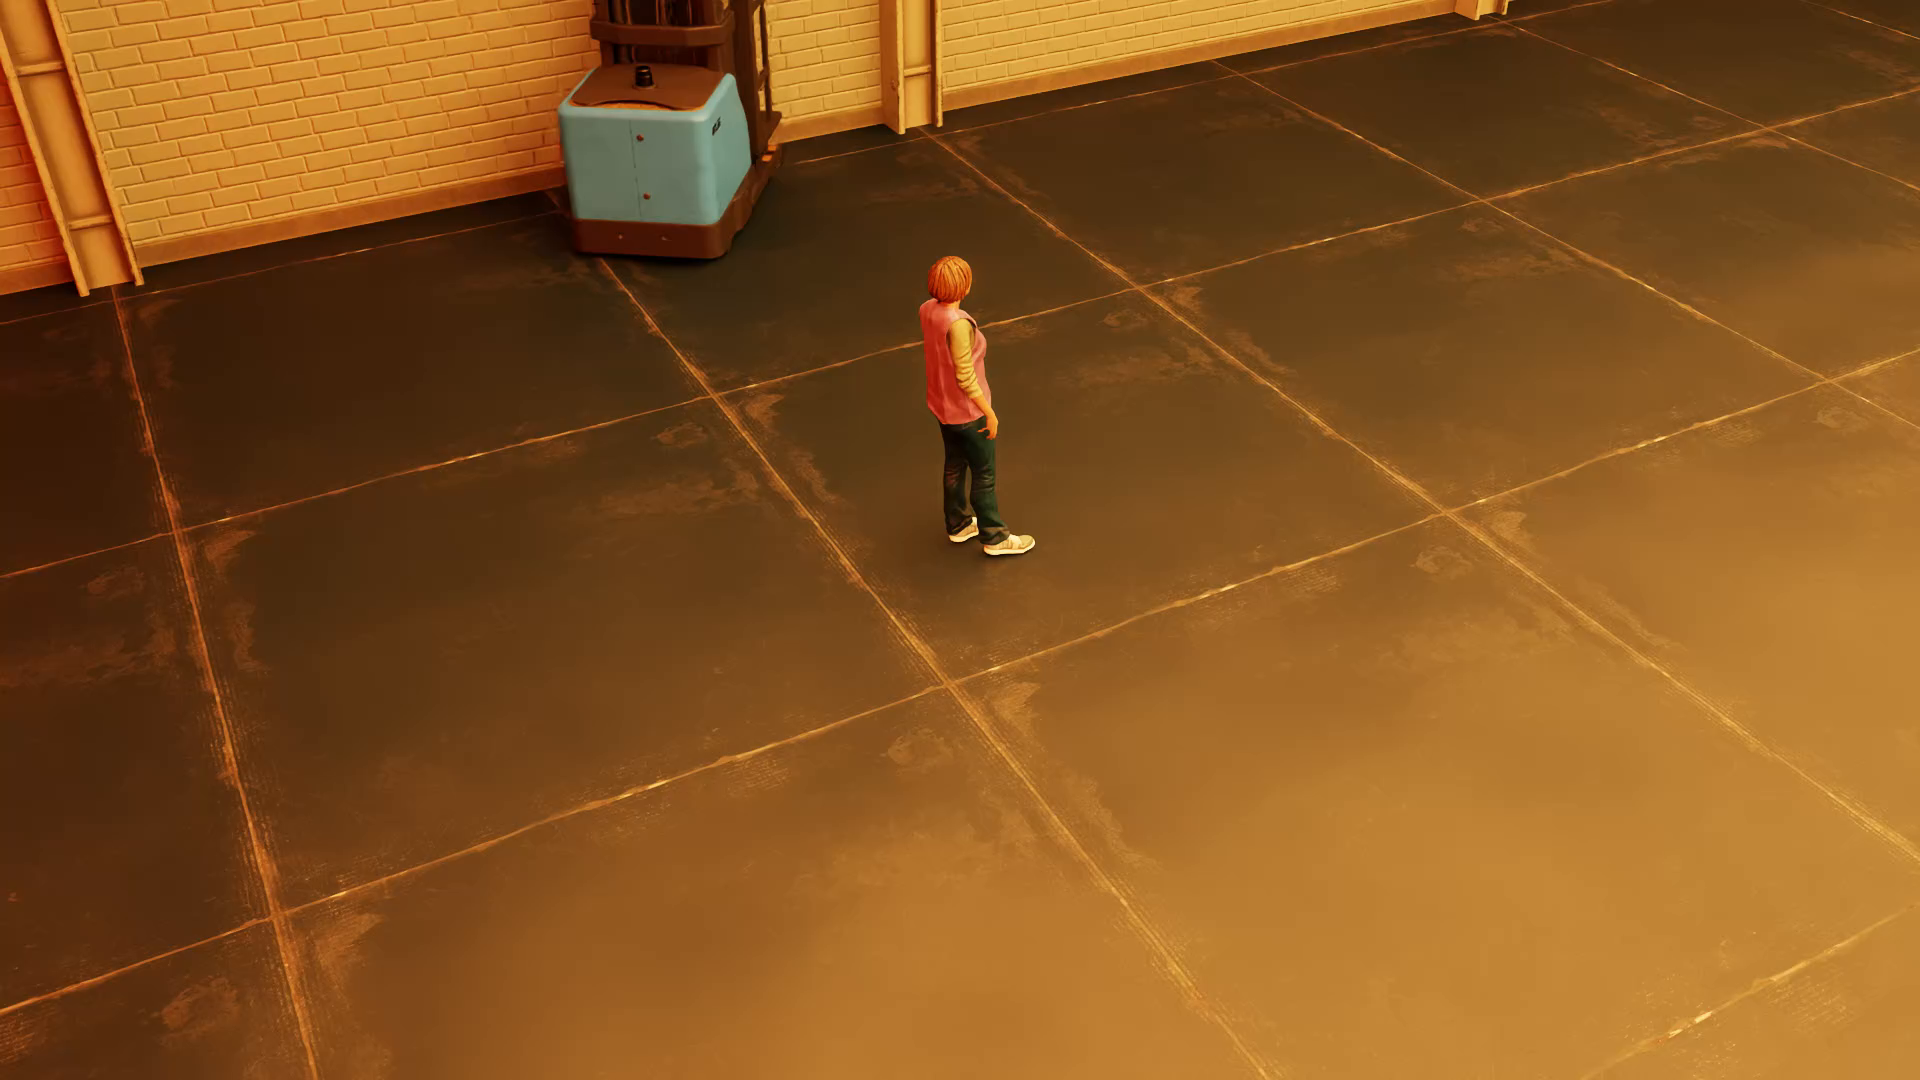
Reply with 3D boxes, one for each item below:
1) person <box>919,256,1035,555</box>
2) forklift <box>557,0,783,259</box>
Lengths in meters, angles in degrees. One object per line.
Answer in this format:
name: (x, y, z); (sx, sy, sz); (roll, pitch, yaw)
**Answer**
person: (0.072, -0.671, 8.215); (0.476, 1.597, 0.520); (-17, 39, -23)
forklift: (-1.951, -3.932, 11.685); (1.130, 2.935, 3.031); (4, 35, 6)
